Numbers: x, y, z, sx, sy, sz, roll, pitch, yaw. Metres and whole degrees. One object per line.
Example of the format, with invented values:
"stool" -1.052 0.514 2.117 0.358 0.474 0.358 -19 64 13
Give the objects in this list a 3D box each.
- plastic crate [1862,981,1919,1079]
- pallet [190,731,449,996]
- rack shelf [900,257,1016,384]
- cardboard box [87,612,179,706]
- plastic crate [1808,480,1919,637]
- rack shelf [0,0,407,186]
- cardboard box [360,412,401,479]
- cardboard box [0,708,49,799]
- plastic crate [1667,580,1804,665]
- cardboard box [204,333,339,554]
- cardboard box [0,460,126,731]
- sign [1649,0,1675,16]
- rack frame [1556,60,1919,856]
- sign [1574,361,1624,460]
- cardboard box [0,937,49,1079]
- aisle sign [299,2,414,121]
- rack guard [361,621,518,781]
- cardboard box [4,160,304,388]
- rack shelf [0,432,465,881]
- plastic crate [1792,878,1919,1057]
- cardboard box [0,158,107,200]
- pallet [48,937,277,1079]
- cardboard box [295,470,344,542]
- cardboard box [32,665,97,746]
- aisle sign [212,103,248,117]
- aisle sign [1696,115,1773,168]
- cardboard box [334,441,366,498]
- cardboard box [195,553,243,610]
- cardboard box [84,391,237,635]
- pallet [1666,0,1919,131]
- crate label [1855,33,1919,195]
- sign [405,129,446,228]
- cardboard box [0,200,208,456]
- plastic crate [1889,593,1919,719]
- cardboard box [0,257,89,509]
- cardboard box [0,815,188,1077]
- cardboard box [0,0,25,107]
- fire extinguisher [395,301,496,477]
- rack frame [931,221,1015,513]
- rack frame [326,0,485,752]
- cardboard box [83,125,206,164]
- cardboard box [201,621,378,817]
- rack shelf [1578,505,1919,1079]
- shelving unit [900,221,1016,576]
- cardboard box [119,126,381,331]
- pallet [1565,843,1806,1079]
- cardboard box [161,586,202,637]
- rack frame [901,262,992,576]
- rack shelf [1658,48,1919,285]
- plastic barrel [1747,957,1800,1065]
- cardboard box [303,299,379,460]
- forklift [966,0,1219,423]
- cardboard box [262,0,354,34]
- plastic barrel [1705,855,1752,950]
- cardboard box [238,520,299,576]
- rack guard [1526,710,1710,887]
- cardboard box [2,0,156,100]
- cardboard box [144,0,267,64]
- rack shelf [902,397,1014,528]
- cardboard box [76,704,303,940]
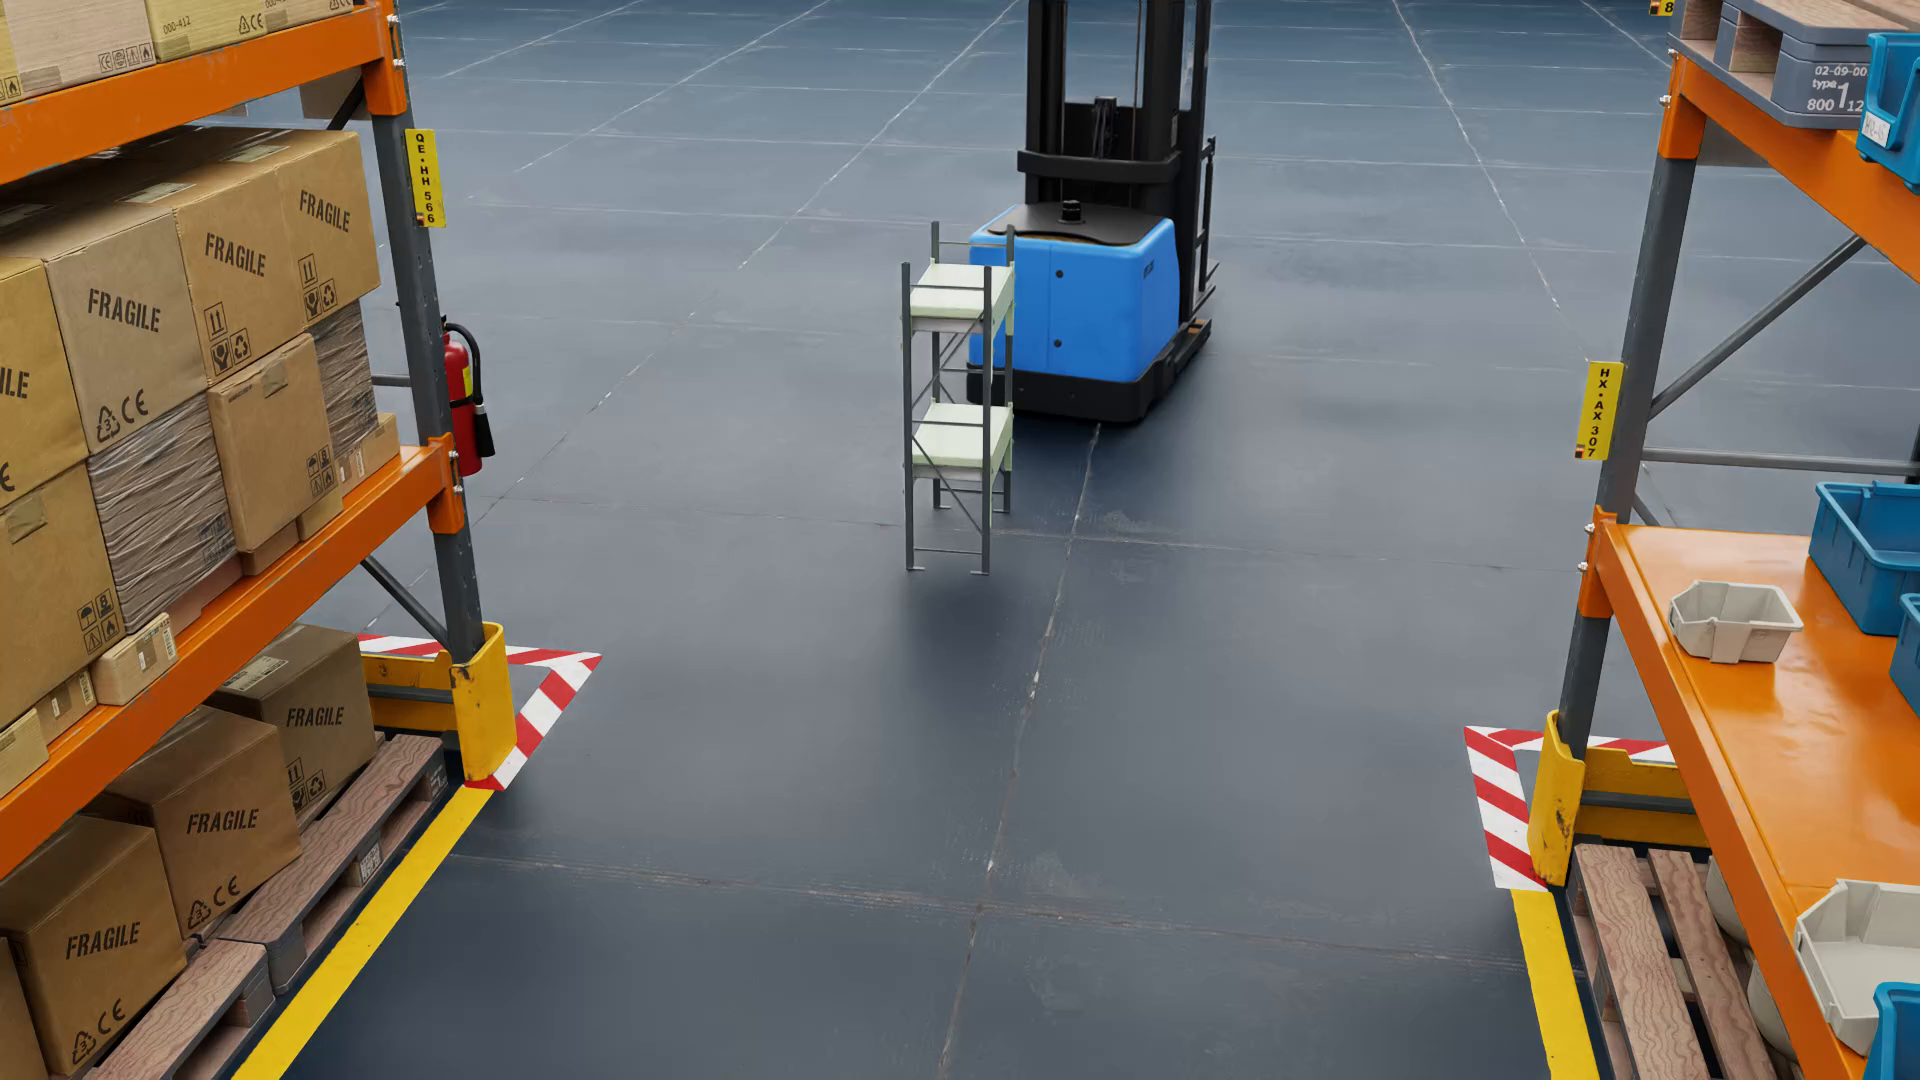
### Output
"plastic crate" 1.820 1.017 2.714 0.499 0.251 0.616 4 25 9
"pallet" -2.506 1.048 5.763 1.003 0.211 1.213 4 25 9
"rack shelf" 0.001 -1.036 7.773 0.431 0.370 0.720 4 25 9
"cardboard box" -2.310 0.298 4.372 0.380 0.149 0.250 4 25 9
"plastic crate" 2.774 0.056 4.767 0.499 0.251 0.616 4 25 9
"rack shelf" -2.653 -0.781 3.690 1.077 0.370 4.000 4 25 9
"cardboard box" -2.169 -0.337 5.728 0.380 0.149 0.250 4 25 9
"cardboard box" -2.416 0.505 3.929 0.380 0.149 0.250 4 25 9
"plastic crate" 2.097 0.230 4.531 0.298 0.136 0.250 4 25 9
"cardboard box" -2.406 -0.319 4.924 0.875 0.500 0.500 4 25 9
"cardboard box" -2.624 0.096 4.039 0.875 0.500 0.500 4 25 9
"sign" 2.018 -1.644 4.675 0.100 0.325 0.005 4 25 9
"rack frame" 2.560 -0.241 5.227 1.000 3.000 0.127 4 25 9
"sign" 2.018 -0.406 5.254 0.100 0.325 0.005 4 25 9
"cardboard box" -2.765 1.361 4.258 0.500 0.500 0.500 2 25 4
"aisle sign" -2.020 -1.767 5.420 0.394 0.787 0.004 4 25 9
"rack guard" -2.338 0.580 6.422 1.175 0.500 0.348 4 25 9
"cardboard box" -2.248 -0.761 4.688 0.500 0.500 0.500 4 25 9
"rack shelf" -2.653 0.578 4.326 1.077 0.370 4.000 4 25 9
"plastic crate" 1.922 0.855 3.197 0.530 0.136 0.437 4 25 9
"cardboard box" -2.773 -0.797 4.767 0.500 0.500 0.500 4 25 9
"pallet" -2.708 1.556 4.676 1.003 0.211 1.213 4 25 9
"cardboard box" -2.201 -0.124 5.274 0.380 0.149 0.250 4 25 9
"cardboard box" -2.420 0.397 4.159 0.380 0.149 0.250 4 25 9
"aisle sign" -2.612 -1.808 5.509 0.394 0.787 0.004 4 25 9
"aisle sign" 2.283 -1.469 4.784 0.394 0.787 0.004 4 25 9
"cardboard box" -2.210 -0.233 5.505 0.380 0.149 0.250 4 25 9
"cardboard box" -2.338 0.081 4.836 0.380 0.149 0.250 4 25 9
"cardboard box" -2.531 -0.113 4.484 0.875 0.500 0.500 4 25 9
"pallet" 2.329 -1.175 3.906 1.003 0.211 1.213 4 25 9
"crate label" 1.928 -0.772 2.999 0.502 0.251 0.408 4 25 9
"sign" -1.782 -1.205 5.548 0.100 0.325 0.005 4 25 9
"cardboard box" -2.332 -0.552 4.242 0.500 0.500 0.500 4 25 9
"plastic crate" 2.662 0.327 4.188 0.499 0.251 0.408 4 25 9
"cardboard box" -2.422 -0.343 3.796 0.500 0.500 0.500 4 25 9
"cardboard box" -2.630 1.130 4.750 0.500 0.500 0.500 6 26 13
"cardboard box" -2.402 -1.022 3.534 0.500 0.250 0.500 4 25 8
"fire extinguisher" -1.853 -0.565 6.011 0.296 0.674 0.183 4 25 9
"rack frame" 0.061 -0.835 8.265 0.400 1.500 0.023 4 25 9
"rack frame" -2.326 -0.584 5.960 1.000 3.000 0.127 4 25 9
"cardboard box" -2.685 -1.006 5.213 0.500 0.500 0.500 4 25 9
"cardboard box" -2.445 0.618 5.846 0.500 0.500 0.500 9 27 18
"rack shelf" 2.233 0.921 3.592 1.077 0.370 4.000 4 25 9
"shelving unit" 0.001 -0.682 7.938 0.431 1.500 0.755 4 25 9
"cardboard box" -2.172 -0.970 5.136 0.500 0.500 0.500 4 25 9
"pallet" 2.456 1.396 5.018 1.003 0.211 1.213 4 25 9
"cardboard box" -2.357 0.187 4.609 0.380 0.149 0.250 4 25 9
"rack frame" -0.059 -0.529 7.611 0.400 1.500 0.023 4 25 9
"rack shelf" 2.233 -0.437 2.957 1.077 0.370 4.000 4 25 9
"plastic barrel" 2.446 1.186 4.618 0.421 0.512 0.421 0 25 0
"cardboard box" -2.443 -0.536 5.389 0.875 0.500 0.500 4 25 9
"forklift" 1.028 -2.600 10.347 1.130 2.935 3.031 9 27 18
"cardboard box" -2.154 -1.656 4.888 0.500 0.250 0.500 5 25 10
"plastic barrel" 2.528 0.976 5.066 0.421 0.512 0.421 0 25 0
"cardboard box" -2.257 -0.021 5.053 0.380 0.149 0.250 4 25 9
"rack guard" 2.594 0.926 5.682 1.175 0.500 0.348 4 25 9
"cardboard box" -2.325 -1.233 3.984 0.500 0.250 0.500 5 25 10
"cardboard box" -2.233 -1.447 4.441 0.500 0.250 0.500 4 25 9
"rack shelf" 0.001 -0.387 8.076 0.431 0.370 0.720 4 25 9
"cardboard box" -2.509 0.870 5.306 0.500 0.500 0.500 11 27 22
